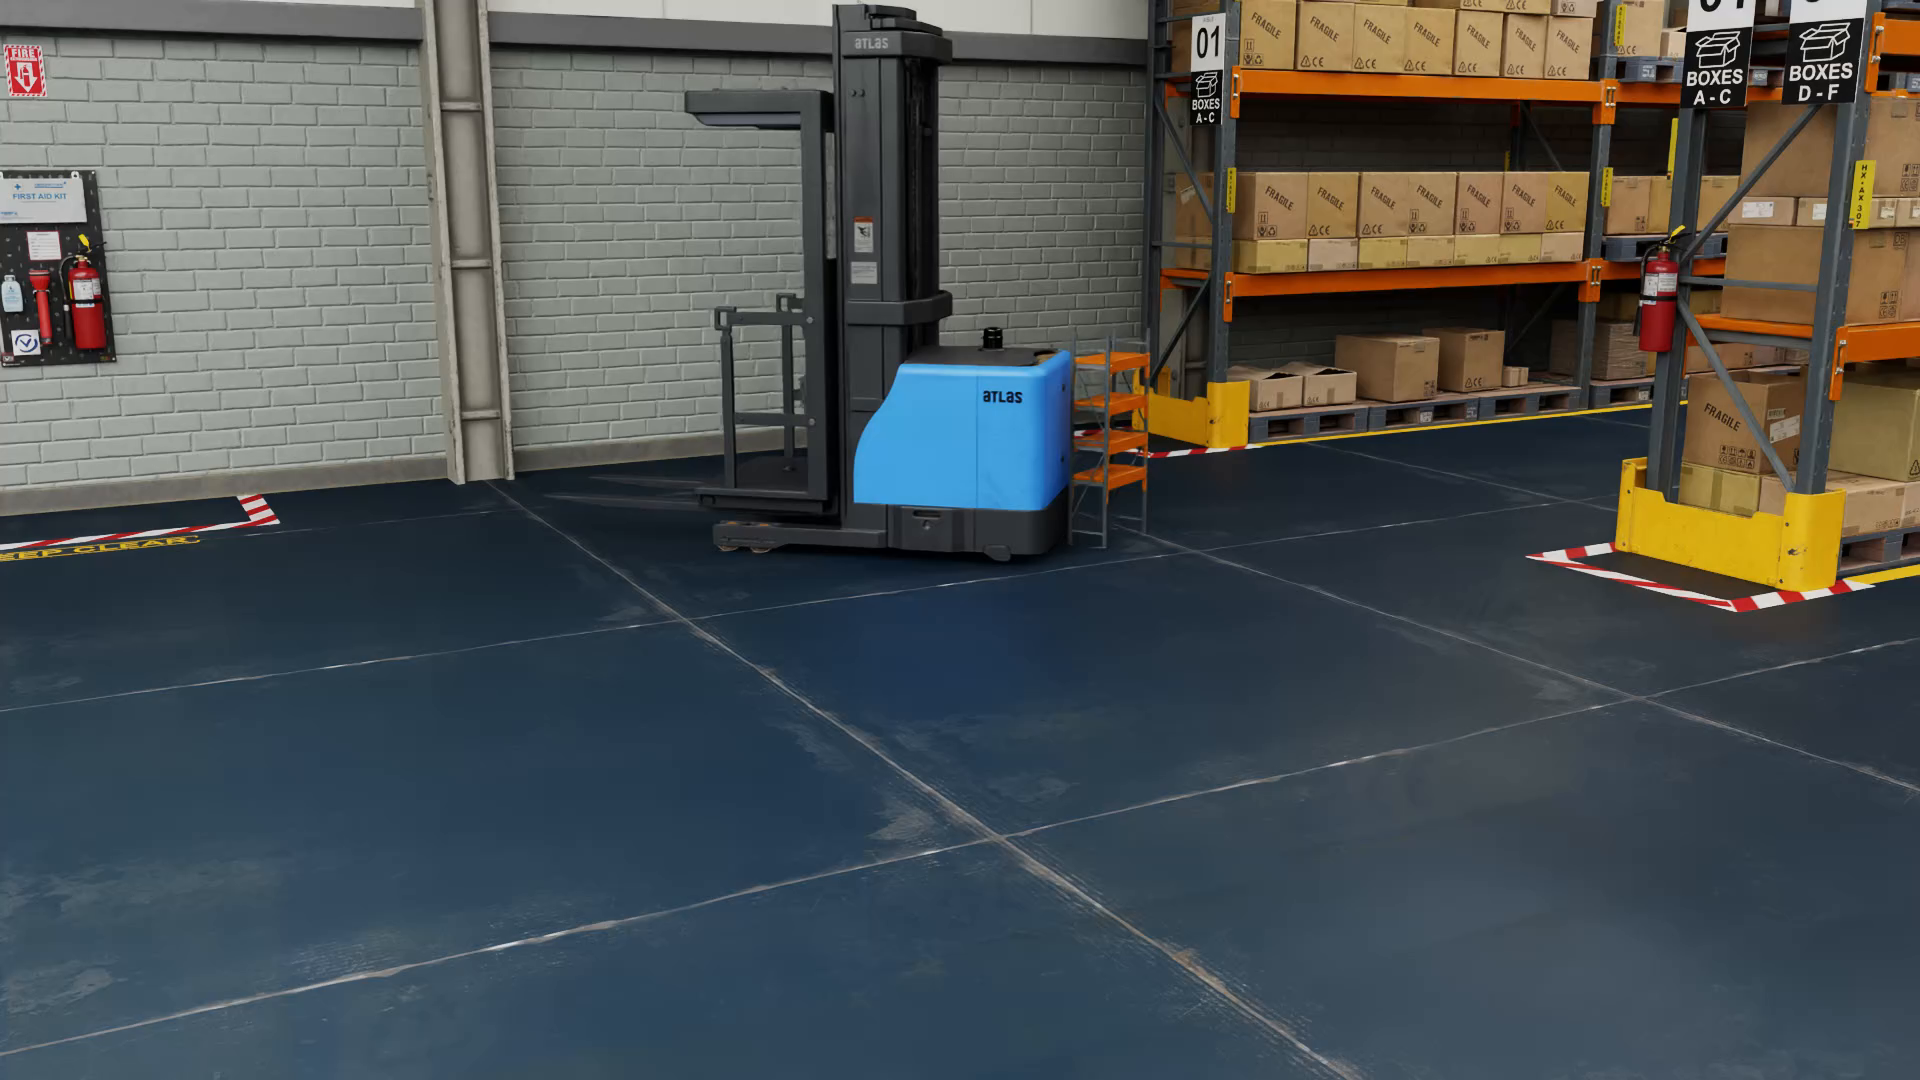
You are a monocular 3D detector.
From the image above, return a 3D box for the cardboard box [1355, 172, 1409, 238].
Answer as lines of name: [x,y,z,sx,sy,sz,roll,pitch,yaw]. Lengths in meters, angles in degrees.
cardboard box: [3.211,-2.679,13.271,0.500,0.500,0.500,-7,15,-30]

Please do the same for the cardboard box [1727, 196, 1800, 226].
cardboard box: [4.374,-1.769,8.934,0.250,0.149,0.380,-7,15,-29]

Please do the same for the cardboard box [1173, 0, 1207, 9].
cardboard box: [2.006,-4.387,12.888,0.500,0.500,0.500,-6,14,-25]

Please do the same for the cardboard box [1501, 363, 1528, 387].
cardboard box: [4.809,-1.473,14.772,0.250,0.166,0.380,-9,16,-35]

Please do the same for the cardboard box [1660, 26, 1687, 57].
cardboard box: [6.323,-4.434,14.894,0.500,0.311,0.500,-6,14,-26]

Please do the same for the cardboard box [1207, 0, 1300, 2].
cardboard box: [2.207,-4.285,12.435,0.500,0.500,0.500,-8,15,-32]

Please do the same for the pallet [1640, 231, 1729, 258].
pallet: [7.057,-2.813,15.715,1.213,0.211,1.003,-7,14,-28]

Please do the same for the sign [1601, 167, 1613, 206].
sign: [5.531,-3.021,14.229,0.005,0.325,0.100,-7,14,-28]

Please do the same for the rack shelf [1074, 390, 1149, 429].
rack shelf: [0.854,-0.745,9.475,0.258,0.148,0.480,8,15,32]

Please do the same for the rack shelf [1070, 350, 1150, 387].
rack shelf: [0.854,-0.976,9.423,0.258,0.148,0.480,8,15,32]

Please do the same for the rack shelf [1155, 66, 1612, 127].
rack shelf: [3.508,-3.604,13.600,4.000,0.370,1.077,-7,14,-28]

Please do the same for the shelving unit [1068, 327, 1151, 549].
shelving unit: [0.854,-0.593,9.509,0.258,1.200,0.503,8,15,32]

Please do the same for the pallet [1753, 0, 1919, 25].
pallet: [4.763,-2.817,8.663,1.213,0.211,1.003,-7,14,-28]

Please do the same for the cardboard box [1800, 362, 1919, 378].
cardboard box: [5.329,-0.778,9.834,0.500,0.500,0.500,-7,14,-28]

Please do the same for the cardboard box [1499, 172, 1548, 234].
cardboard box: [4.562,-2.842,13.993,0.500,0.500,0.500,-7,14,-28]

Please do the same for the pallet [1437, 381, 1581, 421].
pallet: [4.691,-1.264,14.747,1.213,0.211,1.003,-7,14,-28]

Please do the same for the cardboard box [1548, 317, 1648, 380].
cardboard box: [5.902,-1.778,15.369,0.500,0.500,0.700,-6,14,-26]

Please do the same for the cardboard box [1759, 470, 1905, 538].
cardboard box: [4.707,-0.204,8.991,0.500,0.250,0.500,-7,14,-28]

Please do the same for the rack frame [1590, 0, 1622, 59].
rack frame: [5.264,-5.629,14.126,0.127,3.000,1.000,-7,14,-28]

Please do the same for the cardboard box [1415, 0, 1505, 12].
cardboard box: [4.025,-4.490,13.348,0.500,0.500,0.500,-7,15,-30]

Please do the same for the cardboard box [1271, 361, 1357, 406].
cardboard box: [2.904,-1.300,13.675,0.500,0.311,0.500,-6,14,-23]

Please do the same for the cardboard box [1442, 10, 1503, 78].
cardboard box: [4.021,-4.007,13.478,0.500,0.500,0.500,-7,15,-30]

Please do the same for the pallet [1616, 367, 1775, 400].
pallet: [7.019,-1.553,16.030,1.213,0.211,1.003,-7,14,-28]

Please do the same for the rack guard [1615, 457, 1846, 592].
rack guard: [4.109,-0.105,8.938,0.348,0.500,1.175,-7,14,-28]

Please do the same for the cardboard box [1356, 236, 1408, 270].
cardboard box: [3.232,-2.318,13.373,0.500,0.250,0.500,-7,15,-29]

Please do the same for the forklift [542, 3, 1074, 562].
forklift: [-0.902,-1.464,9.437,3.031,2.935,1.130,3,13,13]

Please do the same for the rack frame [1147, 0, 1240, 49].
rack frame: [1.753,-5.208,12.256,0.127,3.000,1.000,-7,14,-28]

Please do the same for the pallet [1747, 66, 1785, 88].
pallet: [6.766,-4.228,15.161,1.003,0.211,1.213,-7,14,-28]

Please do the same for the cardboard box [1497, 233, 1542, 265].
cardboard box: [4.552,-2.480,14.092,0.500,0.250,0.500,-7,14,-28]

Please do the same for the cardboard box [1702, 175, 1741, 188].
cardboard box: [7.284,-3.200,15.766,0.500,0.500,0.700,-7,14,-28]

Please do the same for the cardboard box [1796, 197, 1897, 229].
cardboard box: [4.577,-1.692,8.592,0.250,0.149,0.380,-7,14,-28]

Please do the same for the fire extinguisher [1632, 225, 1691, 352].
fire extinguisher: [3.803,-1.367,9.026,0.183,0.674,0.296,-7,14,-28]

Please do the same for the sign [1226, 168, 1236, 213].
sign: [2.013,-2.599,12.355,0.005,0.325,0.100,-7,14,-28]

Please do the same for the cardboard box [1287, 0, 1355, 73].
cardboard box: [2.655,-3.840,12.735,0.500,0.500,0.500,-6,14,-24]

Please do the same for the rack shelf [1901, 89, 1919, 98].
rack shelf: [10.530,-4.446,17.339,4.000,0.370,1.077,-7,14,-28]

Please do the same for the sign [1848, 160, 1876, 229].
sign: [4.390,-1.681,8.093,0.005,0.325,0.100,-7,14,-28]

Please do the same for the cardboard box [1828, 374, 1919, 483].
cardboard box: [5.145,-0.623,9.144,0.500,0.500,0.500,-7,14,-28]

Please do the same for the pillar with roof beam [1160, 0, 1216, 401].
pillar with roof beam: [4.016,-4.619,9.638,0.400,9.000,9.100,-7,14,-28]

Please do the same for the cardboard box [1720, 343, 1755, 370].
cardboard box: [7.237,-1.943,16.102,0.500,0.500,0.700,-7,14,-28]

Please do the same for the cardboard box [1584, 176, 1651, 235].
cardboard box: [5.727,-3.013,14.934,0.500,0.500,0.700,-7,14,-28]

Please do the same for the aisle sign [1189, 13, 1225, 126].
aisle sign: [1.833,-3.484,12.339,0.004,0.787,0.394,-7,14,-28]

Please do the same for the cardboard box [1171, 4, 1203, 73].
cardboard box: [1.998,-3.896,12.984,0.500,0.500,0.500,-6,14,-24]

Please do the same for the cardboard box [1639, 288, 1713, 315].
cardboard box: [6.742,-2.246,15.742,0.500,0.250,0.500,-7,15,-29]
